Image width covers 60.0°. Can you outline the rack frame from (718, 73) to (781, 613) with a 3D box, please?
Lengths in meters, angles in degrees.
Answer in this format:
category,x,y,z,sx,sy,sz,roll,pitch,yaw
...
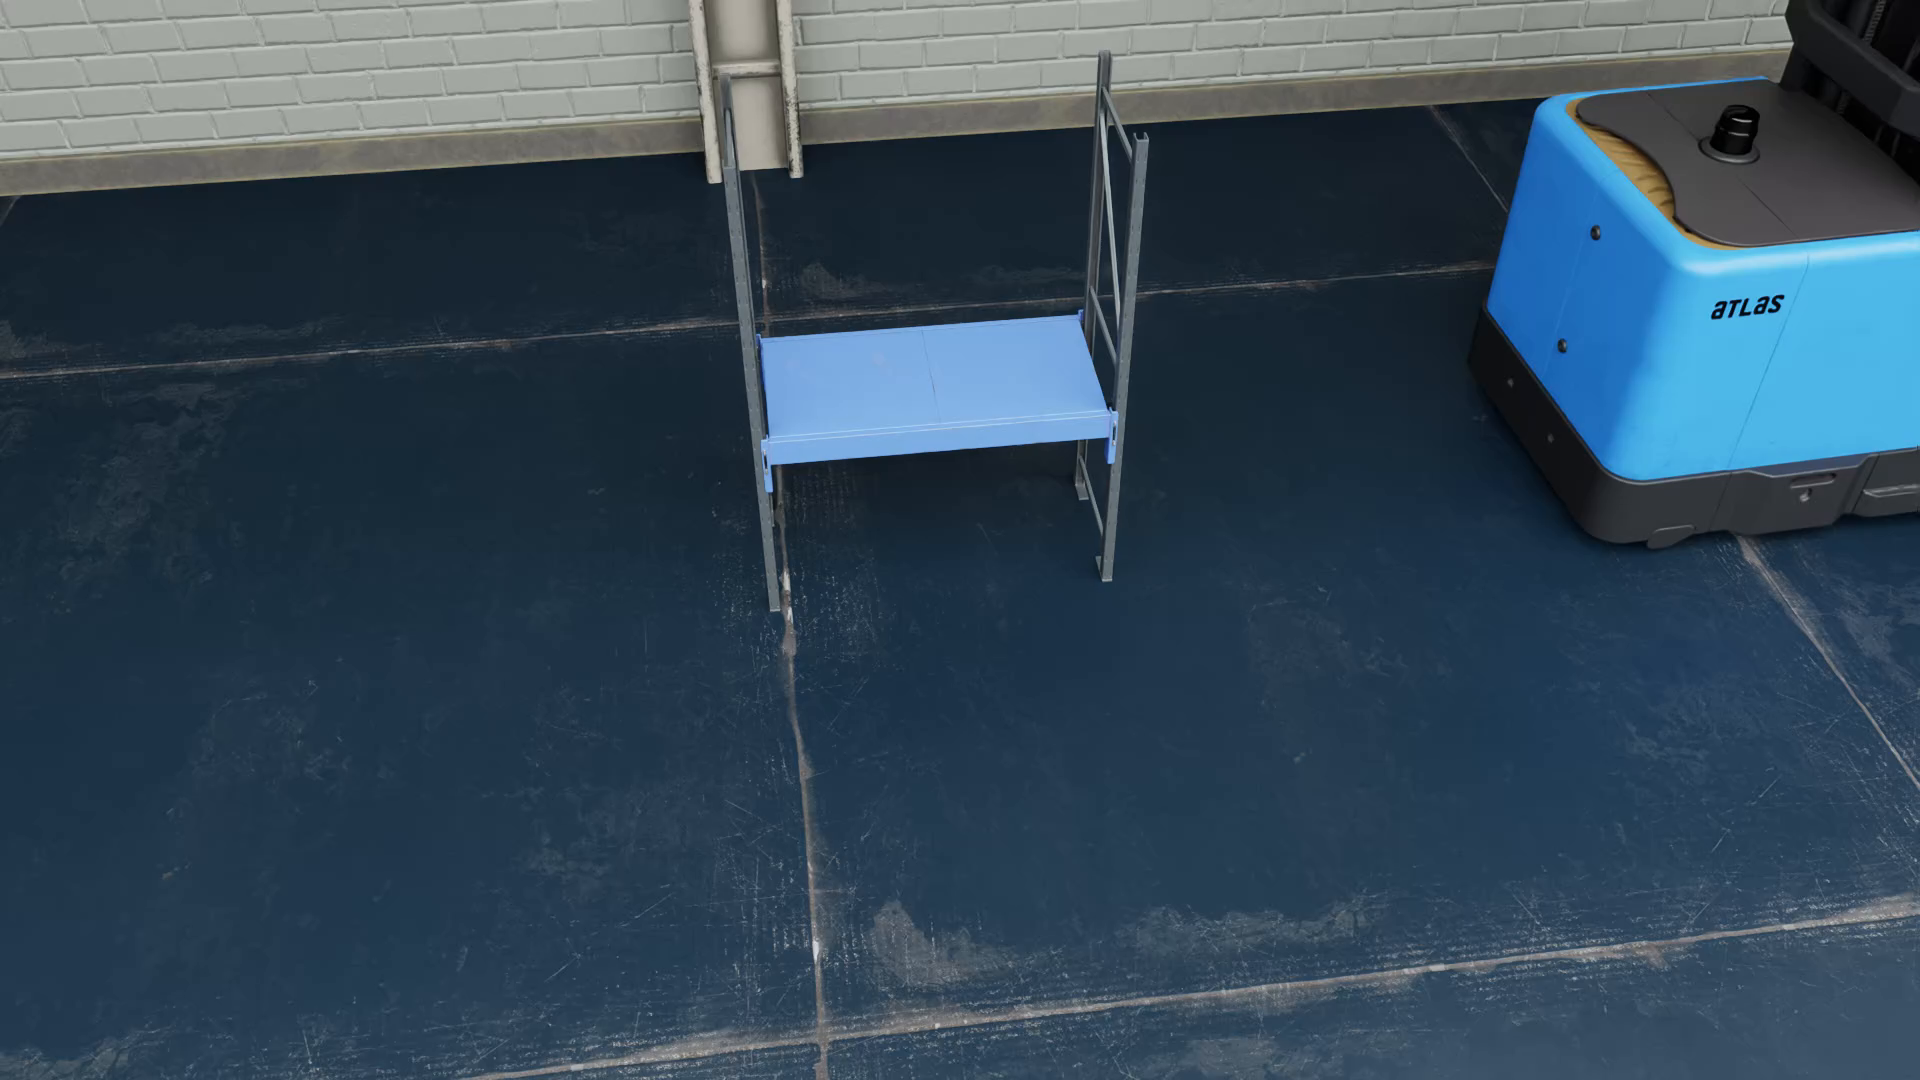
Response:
category,x,y,z,sx,sy,sz,roll,pitch,yaw
rack frame,-0.589,-0.505,4.691,0.032,1.500,0.500,-5,42,-6

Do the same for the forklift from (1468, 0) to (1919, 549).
category,x,y,z,sx,sy,sz,roll,pitch,yaw
forklift,3.346,-1.542,4.771,3.031,2.935,1.130,-7,43,-8

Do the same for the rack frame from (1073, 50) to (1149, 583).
category,x,y,z,sx,sy,sz,roll,pitch,yaw
rack frame,0.419,-0.594,4.788,0.032,1.500,0.500,-5,42,-6

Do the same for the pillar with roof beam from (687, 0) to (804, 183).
category,x,y,z,sx,sy,sz,roll,pitch,yaw
pillar with roof beam,-0.309,-2.079,0.836,0.400,9.000,9.100,-5,42,-6

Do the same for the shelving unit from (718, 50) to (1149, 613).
category,x,y,z,sx,sy,sz,roll,pitch,yaw
shelving unit,-0.085,-0.550,4.739,1.048,1.500,0.538,-5,42,-6

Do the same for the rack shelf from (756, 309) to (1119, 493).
category,x,y,z,sx,sy,sz,roll,pitch,yaw
rack shelf,-0.085,-0.416,4.860,1.000,0.185,0.538,-5,42,-6
